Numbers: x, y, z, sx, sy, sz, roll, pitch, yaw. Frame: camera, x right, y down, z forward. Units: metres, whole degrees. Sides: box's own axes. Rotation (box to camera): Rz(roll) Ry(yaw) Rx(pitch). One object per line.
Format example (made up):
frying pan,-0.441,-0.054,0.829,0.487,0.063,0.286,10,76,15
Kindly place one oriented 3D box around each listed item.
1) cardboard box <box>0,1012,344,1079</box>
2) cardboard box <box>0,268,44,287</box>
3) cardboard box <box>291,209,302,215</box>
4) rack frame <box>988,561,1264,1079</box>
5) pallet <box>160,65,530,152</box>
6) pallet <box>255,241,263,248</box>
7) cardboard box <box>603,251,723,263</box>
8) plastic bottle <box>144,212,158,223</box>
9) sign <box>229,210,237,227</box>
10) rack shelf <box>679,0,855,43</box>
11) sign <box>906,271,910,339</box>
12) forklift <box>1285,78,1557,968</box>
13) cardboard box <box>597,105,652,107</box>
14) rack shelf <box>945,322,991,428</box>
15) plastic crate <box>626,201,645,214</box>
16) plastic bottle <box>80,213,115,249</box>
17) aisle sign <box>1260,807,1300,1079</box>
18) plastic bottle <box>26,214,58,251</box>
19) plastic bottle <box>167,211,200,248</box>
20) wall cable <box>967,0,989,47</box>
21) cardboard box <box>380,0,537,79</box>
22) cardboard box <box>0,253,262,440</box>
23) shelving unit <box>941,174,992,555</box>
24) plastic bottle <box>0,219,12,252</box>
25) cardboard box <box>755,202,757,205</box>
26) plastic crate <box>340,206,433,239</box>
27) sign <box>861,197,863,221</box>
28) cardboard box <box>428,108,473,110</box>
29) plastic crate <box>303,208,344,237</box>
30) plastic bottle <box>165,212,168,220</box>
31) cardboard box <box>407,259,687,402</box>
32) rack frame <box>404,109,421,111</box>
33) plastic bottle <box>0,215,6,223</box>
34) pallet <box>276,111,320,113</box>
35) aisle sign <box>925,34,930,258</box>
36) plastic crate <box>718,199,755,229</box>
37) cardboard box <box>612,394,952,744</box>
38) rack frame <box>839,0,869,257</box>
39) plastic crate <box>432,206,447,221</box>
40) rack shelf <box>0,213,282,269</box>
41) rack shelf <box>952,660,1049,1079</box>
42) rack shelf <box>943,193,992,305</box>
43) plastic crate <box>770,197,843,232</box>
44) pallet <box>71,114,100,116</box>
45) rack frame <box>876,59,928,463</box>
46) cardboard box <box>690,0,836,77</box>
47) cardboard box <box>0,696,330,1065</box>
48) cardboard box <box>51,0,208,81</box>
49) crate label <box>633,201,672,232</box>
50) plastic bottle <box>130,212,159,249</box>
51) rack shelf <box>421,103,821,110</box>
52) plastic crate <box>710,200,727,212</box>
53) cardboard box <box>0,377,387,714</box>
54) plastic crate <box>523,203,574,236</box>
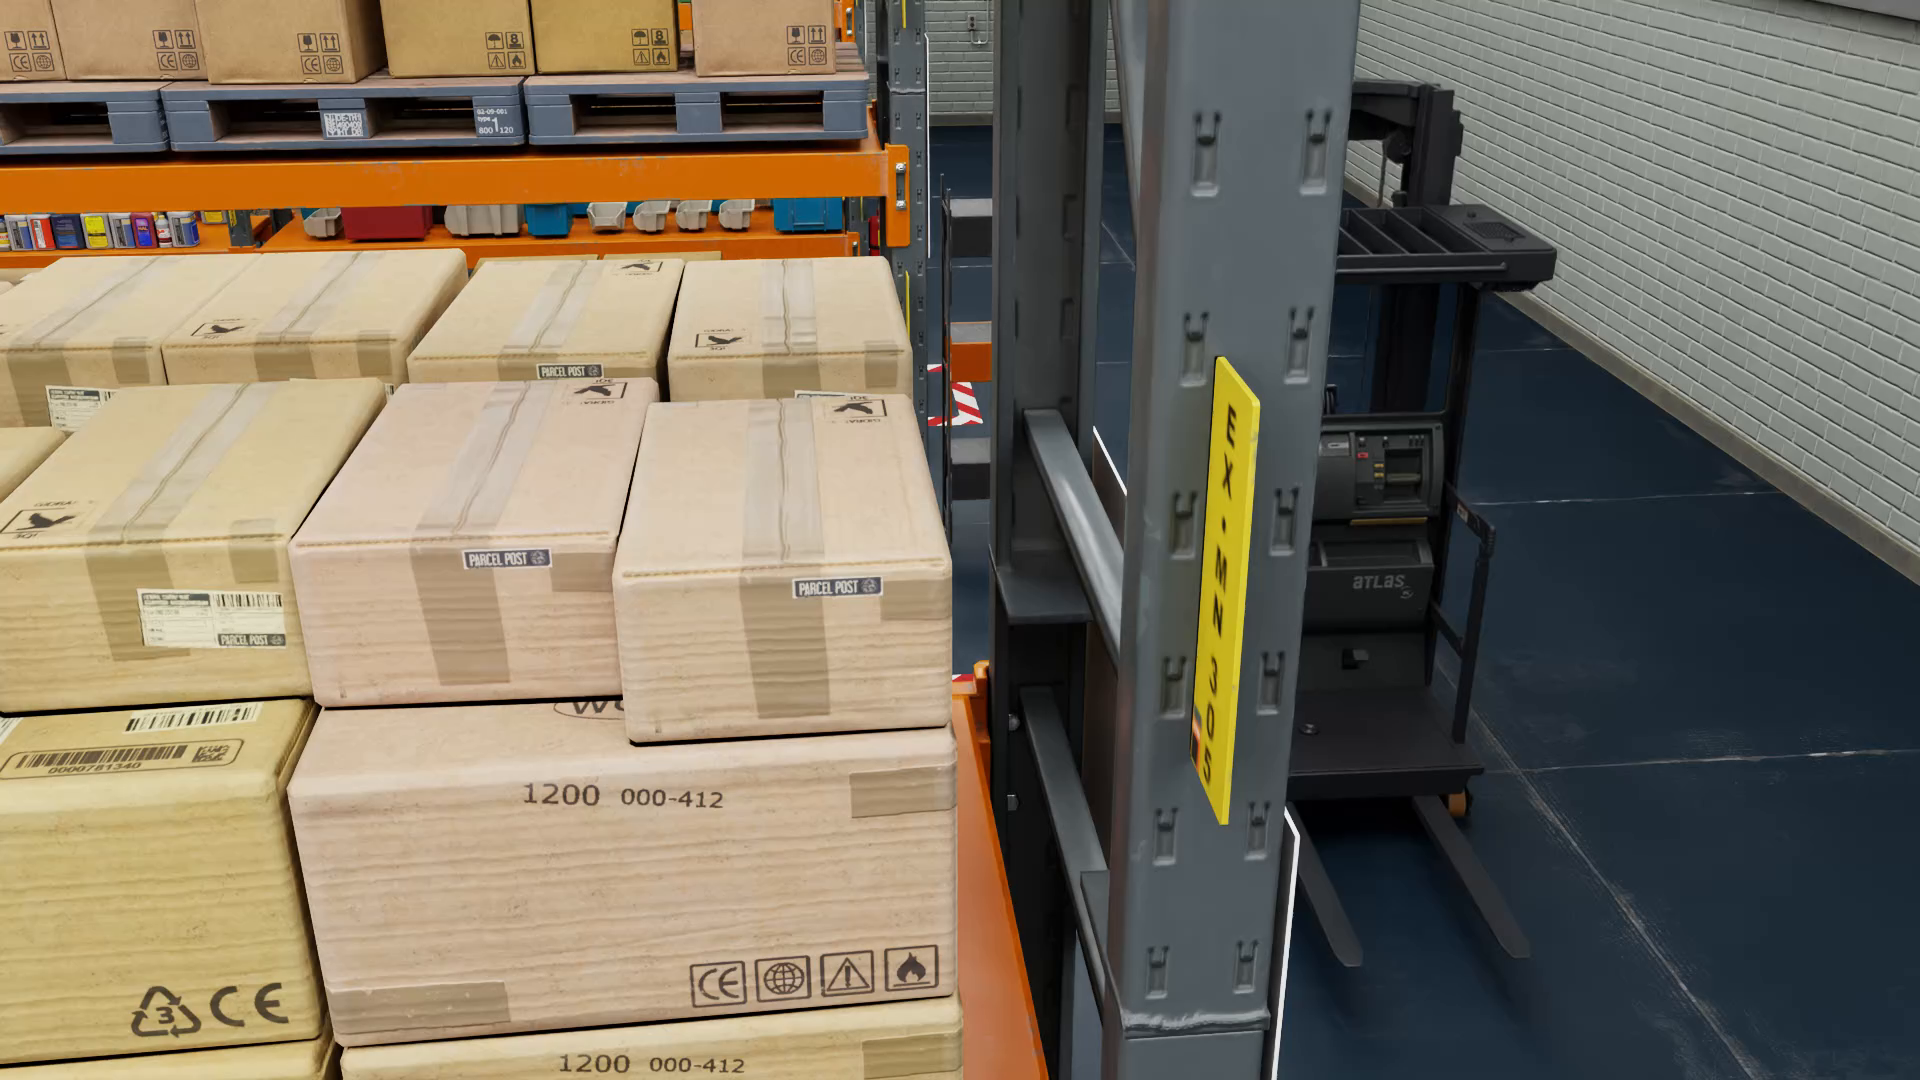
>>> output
cardboard box,-0.782,0.436,1.567,0.500,0.250,0.500,-2,24,-5
cardboard box,-3.784,-0.796,6.742,0.500,0.500,0.500,-2,24,-4
cardboard box,-6.141,-3.170,15.726,0.500,0.500,0.500,-2,24,-5
rack frame,0.152,1.590,2.480,0.127,3.000,1.000,-2,24,-5
pallet,-2.189,-1.665,6.220,1.213,0.211,1.003,-2,24,-5
pallet,-7.208,-2.891,15.996,1.213,0.211,1.003,-2,24,-5
cardboard box,-1.237,-0.899,6.975,0.500,0.500,0.500,-3,24,-6
plastic bottle,-5.534,-2.242,11.345,0.097,0.201,0.097,0,24,0
sign,-4.650,-2.165,10.588,0.005,0.325,0.100,-2,24,-5
rack shelf,-2.712,-3.383,10.861,4.000,0.370,1.077,-2,24,-5
sign,-0.195,-0.836,6.221,0.005,0.325,0.100,-2,24,-5
forklift,1.573,-0.262,6.731,1.130,2.935,3.031,-2,24,-4
cardboard box,-3.138,-4.281,15.565,0.500,0.500,0.500,-3,24,-6
rack shelf,0.165,-0.954,9.344,0.480,0.518,0.431,-2,24,-5
plastic crate,-2.310,-2.442,11.684,0.300,0.233,0.416,-2,24,-5
plastic bottle,-5.585,-2.070,10.774,0.185,0.351,0.144,-2,24,-5
aisle sign,0.254,0.520,1.686,0.004,0.787,0.394,-2,24,-5
plastic bottle,-5.928,-2.023,10.762,0.135,0.276,0.152,-2,24,-5
plastic bottle,-5.063,-2.058,10.840,0.135,0.276,0.152,-2,24,-5
wall cable,-0.514,-7.323,21.282,1.851,1.984,0.084,-2,24,-5
cardboard box,-1.829,-2.016,6.137,0.500,0.500,0.700,-4,24,-9
cardboard box,-0.967,-0.208,1.911,0.250,0.149,0.380,-2,24,-4
shelving unit,0.165,-0.966,9.338,0.503,2.100,0.431,-2,24,-5
plastic bottle,-6.175,-1.968,10.730,0.097,0.201,0.097,0,24,0
cardboard box,-2.271,-3.441,16.642,0.500,0.250,0.500,-2,24,-5
plastic crate,-3.789,-2.252,10.971,0.583,0.464,0.402,-2,24,-5
sign,-0.651,-2.274,10.972,0.005,0.325,0.100,-2,24,-5
cardboard box,-4.651,-4.219,15.427,0.500,0.500,0.500,-2,24,-4
plastic crate,-4.225,-2.129,11.097,0.243,0.136,0.396,-2,24,-5
plastic bottle,-5.452,-2.339,11.478,0.097,0.271,0.097,0,24,0
cardboard box,-0.448,-0.199,1.890,0.250,0.149,0.380,-1,24,-3
rack frame,-5.185,-4.263,15.649,0.127,3.000,1.000,-2,24,-5
plastic bottle,-6.568,-2.294,11.377,0.097,0.271,0.097,0,24,0
pallet,-5.991,-4.188,15.715,1.213,0.211,1.003,-2,24,-5
aisle sign,-0.134,-1.488,6.205,0.004,0.787,0.394,-2,24,-5
plastic crate,-1.515,-2.222,11.307,0.243,0.136,0.396,-2,24,-5
cardboard box,-0.150,0.009,1.421,0.250,0.149,0.380,-3,24,-6
rack frame,-0.722,-2.421,11.503,0.127,3.000,1.000,-2,24,-5
plastic crate,-3.615,-2.316,11.533,0.590,0.125,0.437,-2,24,-5
rack shelf,-6.693,-1.853,11.111,4.000,0.370,1.077,-2,24,-5
rack shelf,-1.838,0.628,1.837,4.000,0.370,1.077,-2,24,-5
rack shelf,0.165,-1.593,9.060,0.480,0.518,0.431,-2,24,-5
plastic crate,-1.037,-2.376,11.284,0.499,0.435,0.616,-2,24,-5
pallet,-8.498,-4.072,15.453,1.003,0.211,1.213,-2,24,-5
rack frame,-0.235,-0.419,6.999,0.127,3.000,1.000,-2,24,-5
cardboard box,-0.747,-2.030,6.169,0.500,0.500,0.700,-4,24,-8
cardboard box,-0.790,0.201,1.480,0.500,0.250,0.500,-3,24,-7
cardboard box,-2.907,-1.988,6.074,0.500,0.500,0.700,-1,24,-2
crate label,-2.080,-2.195,11.247,0.243,0.136,0.396,-2,24,-5
plastic bottle,-5.288,-2.034,10.776,0.133,0.283,0.061,-2,24,-5
rack shelf,-3.195,-4.015,15.975,4.000,0.370,1.077,-2,24,-5
plastic crate,-1.655,-2.469,11.743,0.300,0.233,0.416,-2,24,-5
cardboard box,-0.660,-0.010,1.465,0.250,0.149,0.380,-3,24,-7
plastic crate,-2.740,-2.186,11.108,0.300,0.233,0.416,-2,24,-5
